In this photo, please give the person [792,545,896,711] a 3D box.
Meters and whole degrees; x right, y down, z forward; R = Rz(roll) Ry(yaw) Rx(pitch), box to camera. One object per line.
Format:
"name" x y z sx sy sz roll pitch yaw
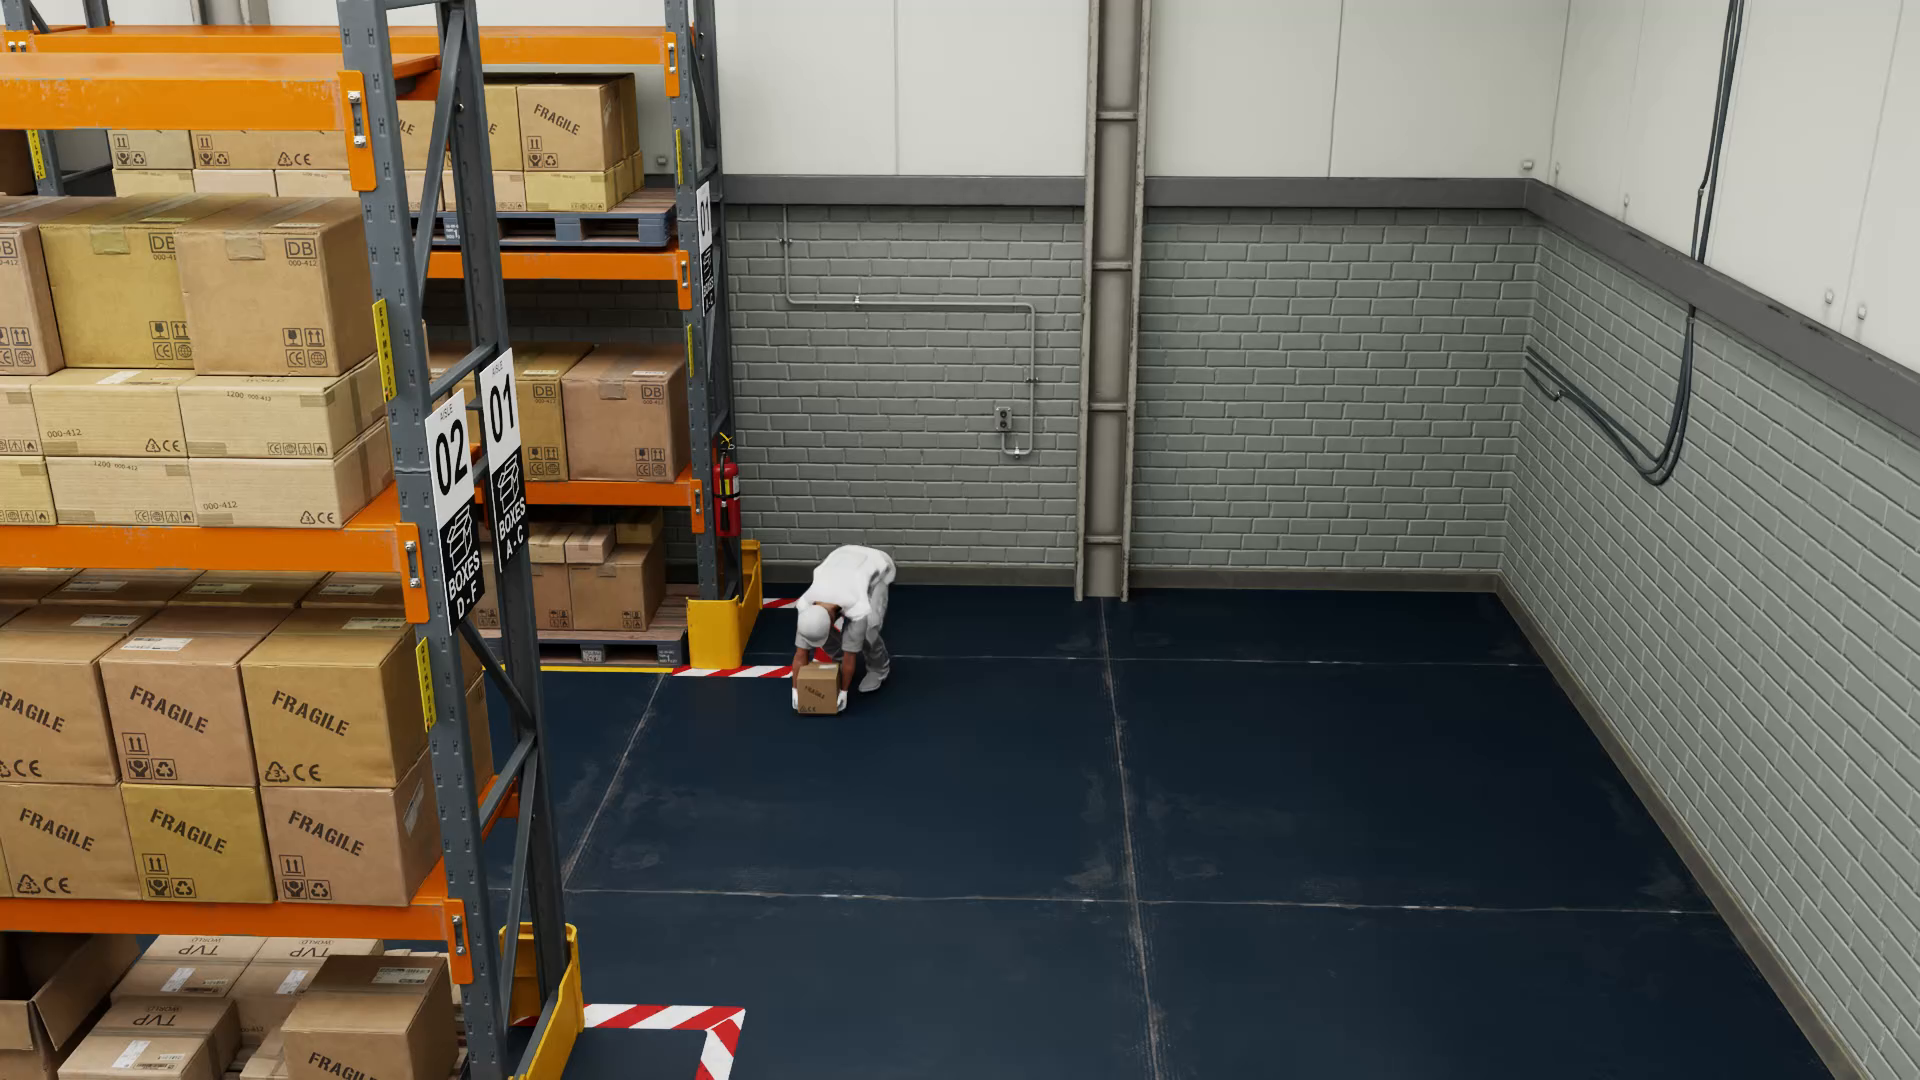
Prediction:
"person" -0.759 0.561 10.766 0.541 0.932 0.981 10 23 25
